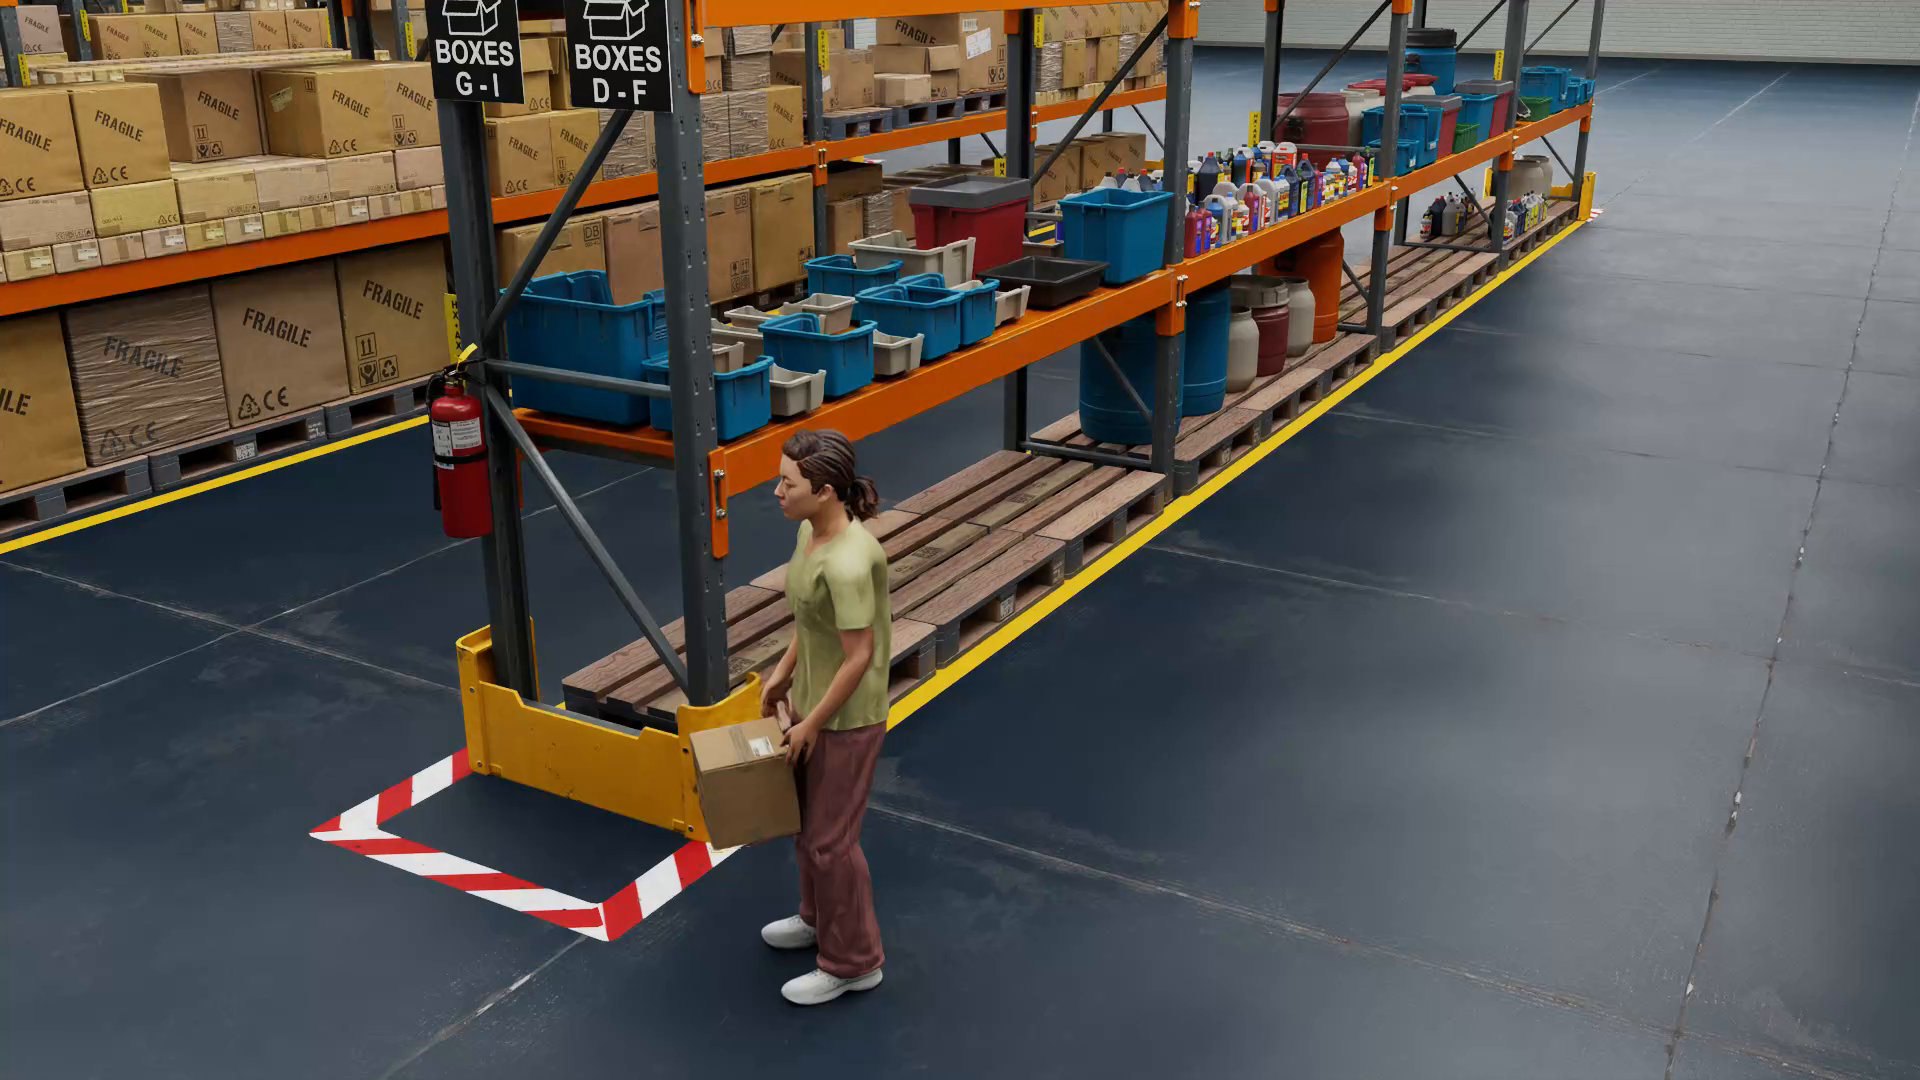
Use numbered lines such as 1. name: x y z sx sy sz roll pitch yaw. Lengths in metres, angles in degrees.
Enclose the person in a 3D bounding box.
1. person: -0.377 0.491 4.681 0.361 1.676 0.477 -6 20 -16
